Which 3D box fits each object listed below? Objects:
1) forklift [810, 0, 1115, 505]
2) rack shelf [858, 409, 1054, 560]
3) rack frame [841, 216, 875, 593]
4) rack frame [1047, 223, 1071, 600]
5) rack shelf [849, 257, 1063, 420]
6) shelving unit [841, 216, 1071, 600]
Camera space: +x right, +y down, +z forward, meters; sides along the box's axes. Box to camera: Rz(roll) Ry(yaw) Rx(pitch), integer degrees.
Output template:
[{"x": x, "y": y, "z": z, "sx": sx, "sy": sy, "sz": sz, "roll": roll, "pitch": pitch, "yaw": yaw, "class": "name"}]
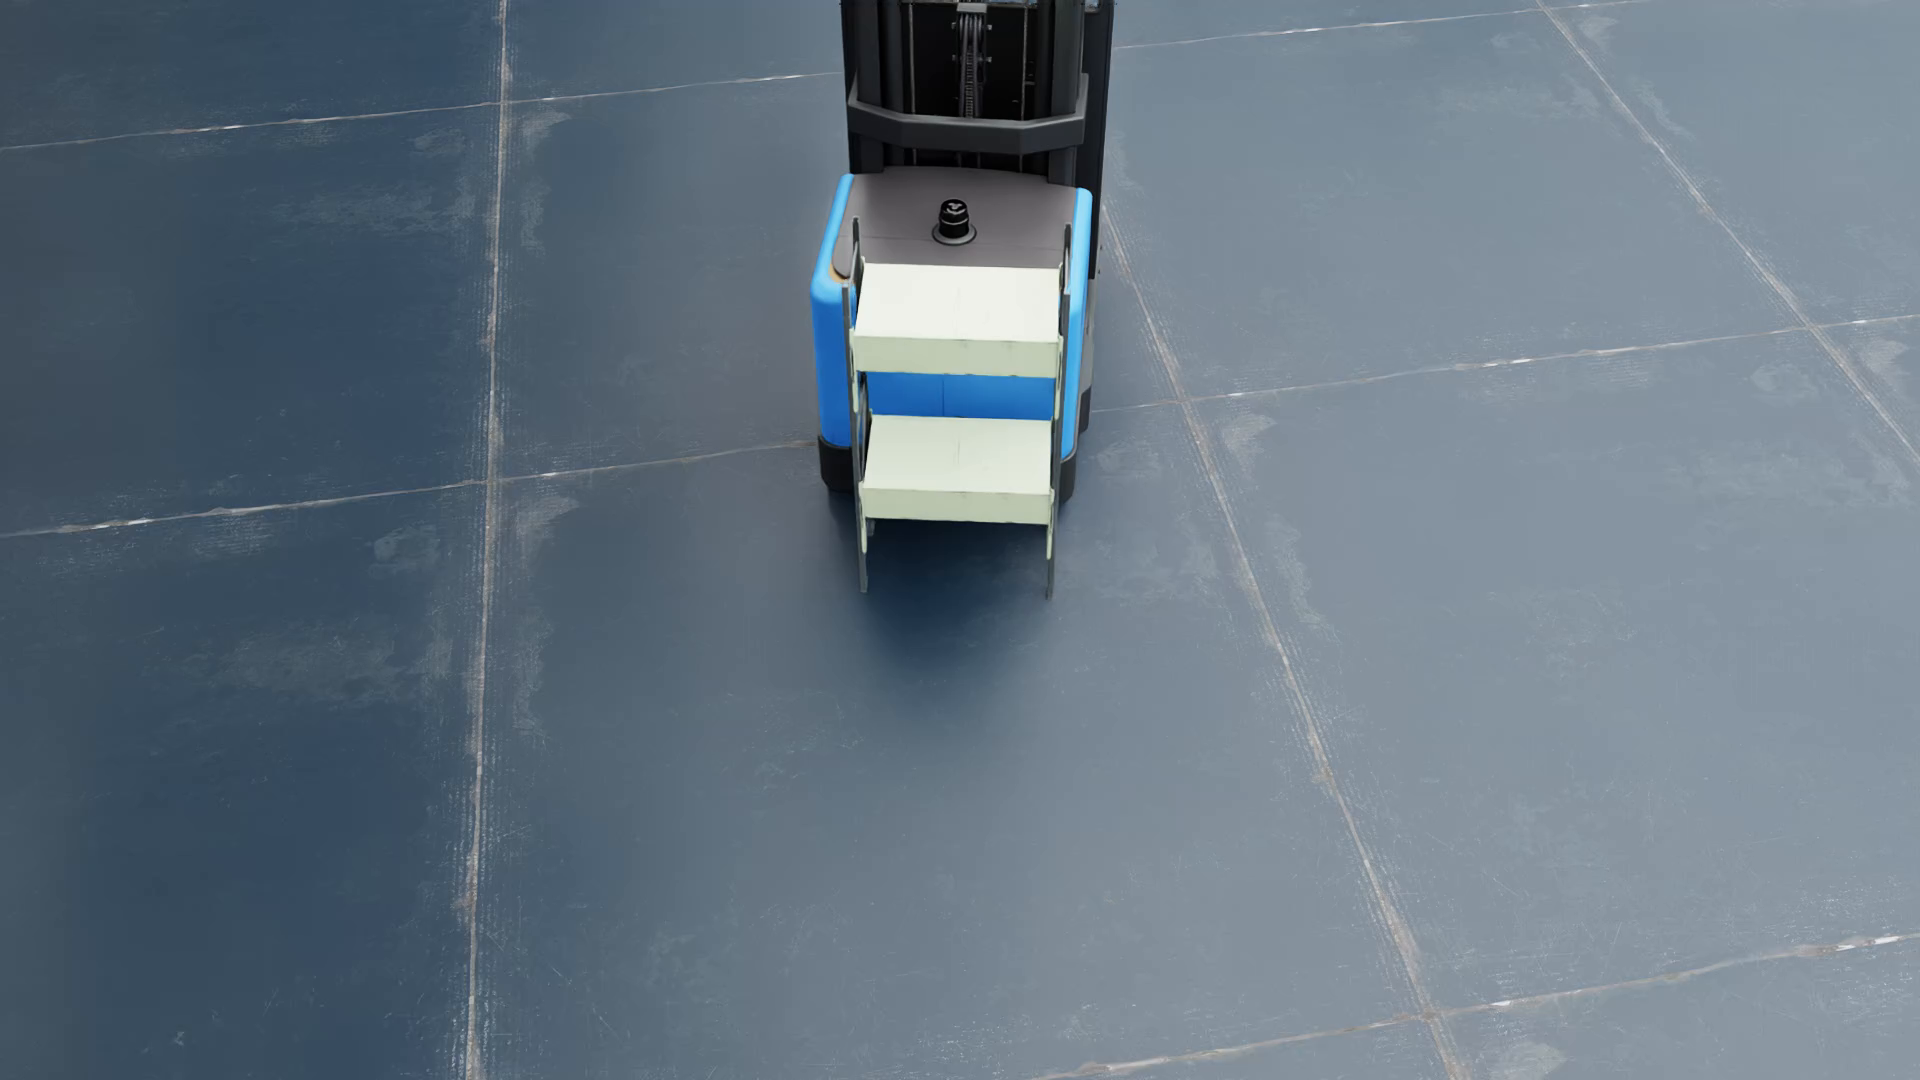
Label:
[{"x": 0.096, "y": -2.220, "z": 6.853, "sx": 1.130, "sy": 2.935, "sz": 3.031, "roll": 4, "pitch": 46, "yaw": 4, "class": "forklift"}, {"x": -0.004, "y": -0.215, "z": 6.368, "sx": 0.720, "sy": 0.370, "sz": 0.431, "roll": 2, "pitch": 46, "yaw": 2, "class": "rack shelf"}, {"x": -0.369, "y": -0.455, "z": 6.146, "sx": 0.023, "sy": 1.500, "sz": 0.400, "roll": 2, "pitch": 46, "yaw": 2, "class": "rack frame"}, {"x": 0.362, "y": -0.427, "z": 6.120, "sx": 0.023, "sy": 1.500, "sz": 0.400, "roll": 2, "pitch": 46, "yaw": 2, "class": "rack frame"}, {"x": -0.004, "y": -0.712, "z": 5.852, "sx": 0.720, "sy": 0.370, "sz": 0.431, "roll": 2, "pitch": 46, "yaw": 2, "class": "rack shelf"}, {"x": -0.004, "y": -0.441, "z": 6.133, "sx": 0.755, "sy": 1.500, "sz": 0.431, "roll": 2, "pitch": 46, "yaw": 2, "class": "shelving unit"}]
